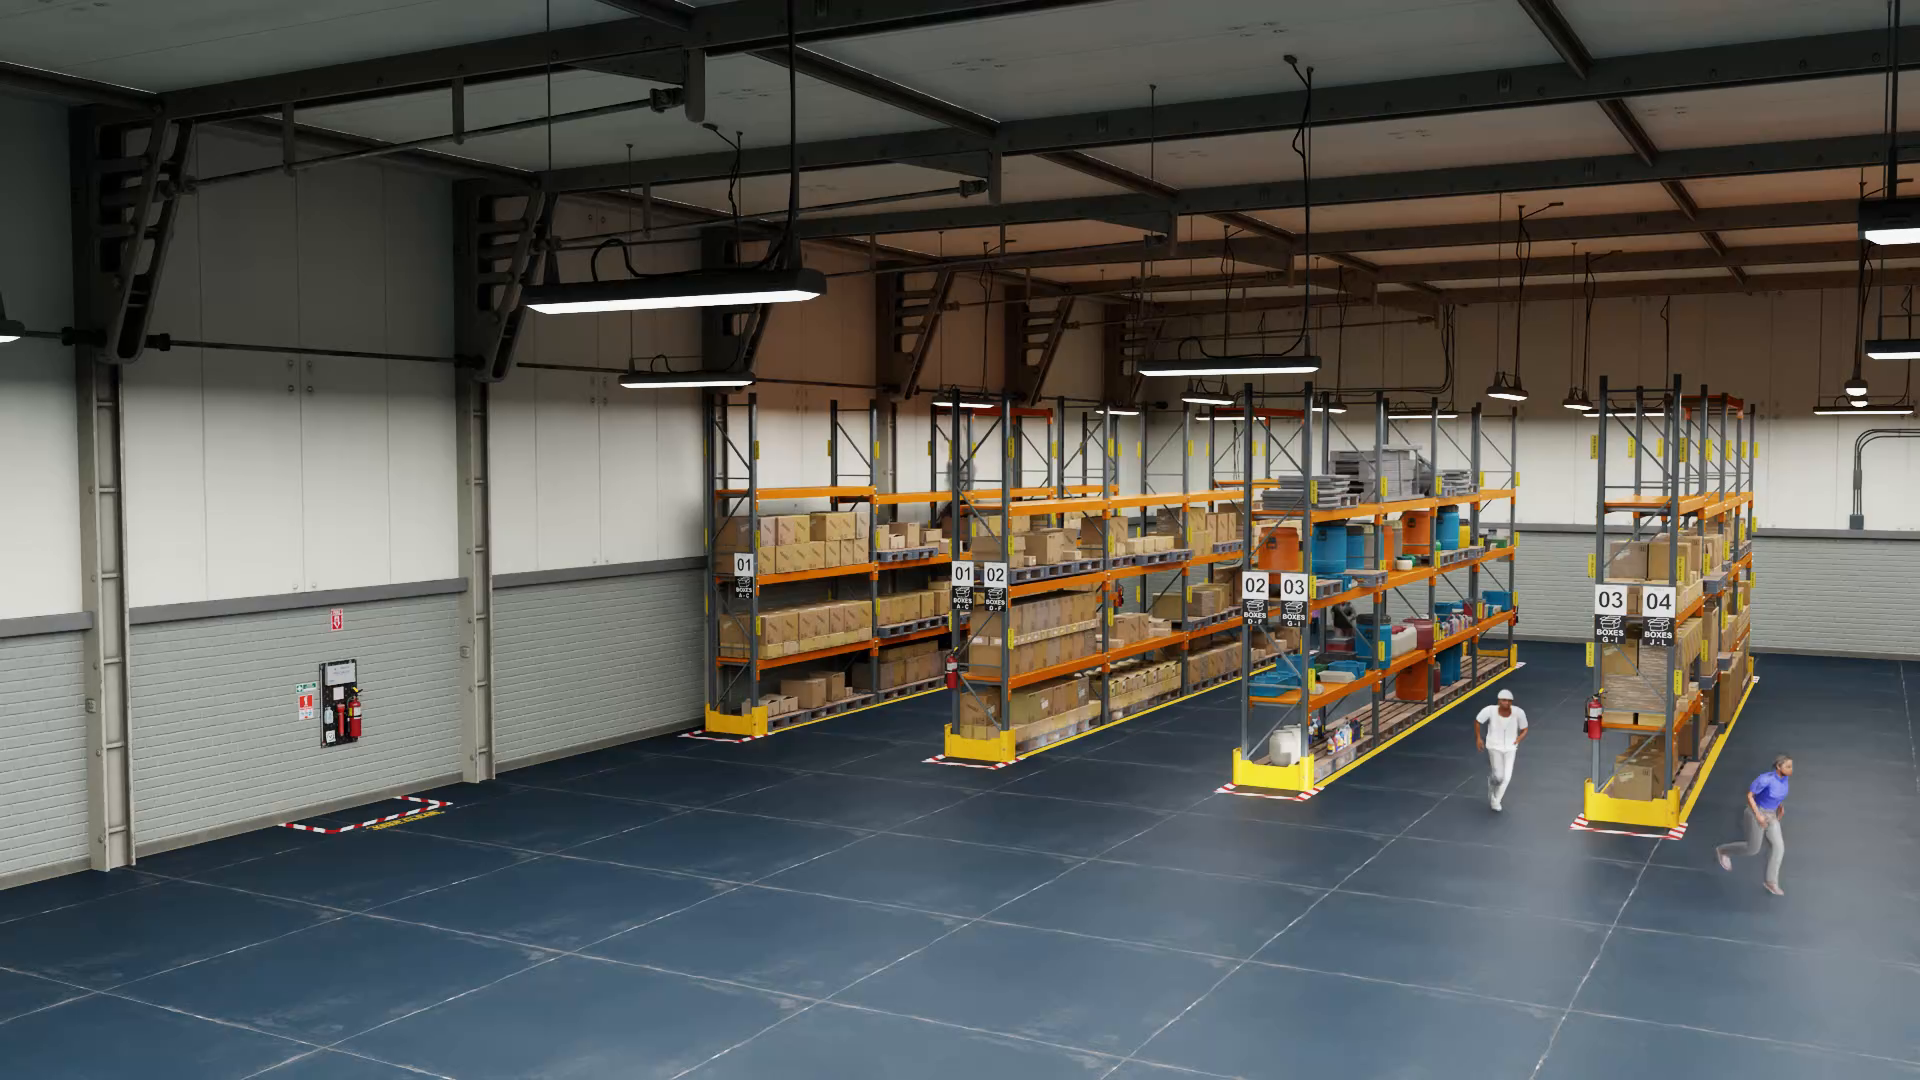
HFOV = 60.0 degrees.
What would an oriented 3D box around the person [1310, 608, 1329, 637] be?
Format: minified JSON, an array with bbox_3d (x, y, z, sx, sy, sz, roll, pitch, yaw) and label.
[{"bbox_3d":[8.896,1.973,41.618,0.845,1.583,0.571,2,4,34],"label":"person"}]

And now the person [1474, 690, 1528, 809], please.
[{"bbox_3d":[7.519,2.903,23.039,0.672,1.697,0.645,0,3,2],"label":"person"}]

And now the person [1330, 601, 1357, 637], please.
[{"bbox_3d":[8.912,2.076,38.653,0.599,1.768,0.869,1,3,13],"label":"person"}]

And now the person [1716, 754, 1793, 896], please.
[{"bbox_3d":[9.126,3.254,19.081,0.588,1.512,0.911,-2,4,-32],"label":"person"}]
